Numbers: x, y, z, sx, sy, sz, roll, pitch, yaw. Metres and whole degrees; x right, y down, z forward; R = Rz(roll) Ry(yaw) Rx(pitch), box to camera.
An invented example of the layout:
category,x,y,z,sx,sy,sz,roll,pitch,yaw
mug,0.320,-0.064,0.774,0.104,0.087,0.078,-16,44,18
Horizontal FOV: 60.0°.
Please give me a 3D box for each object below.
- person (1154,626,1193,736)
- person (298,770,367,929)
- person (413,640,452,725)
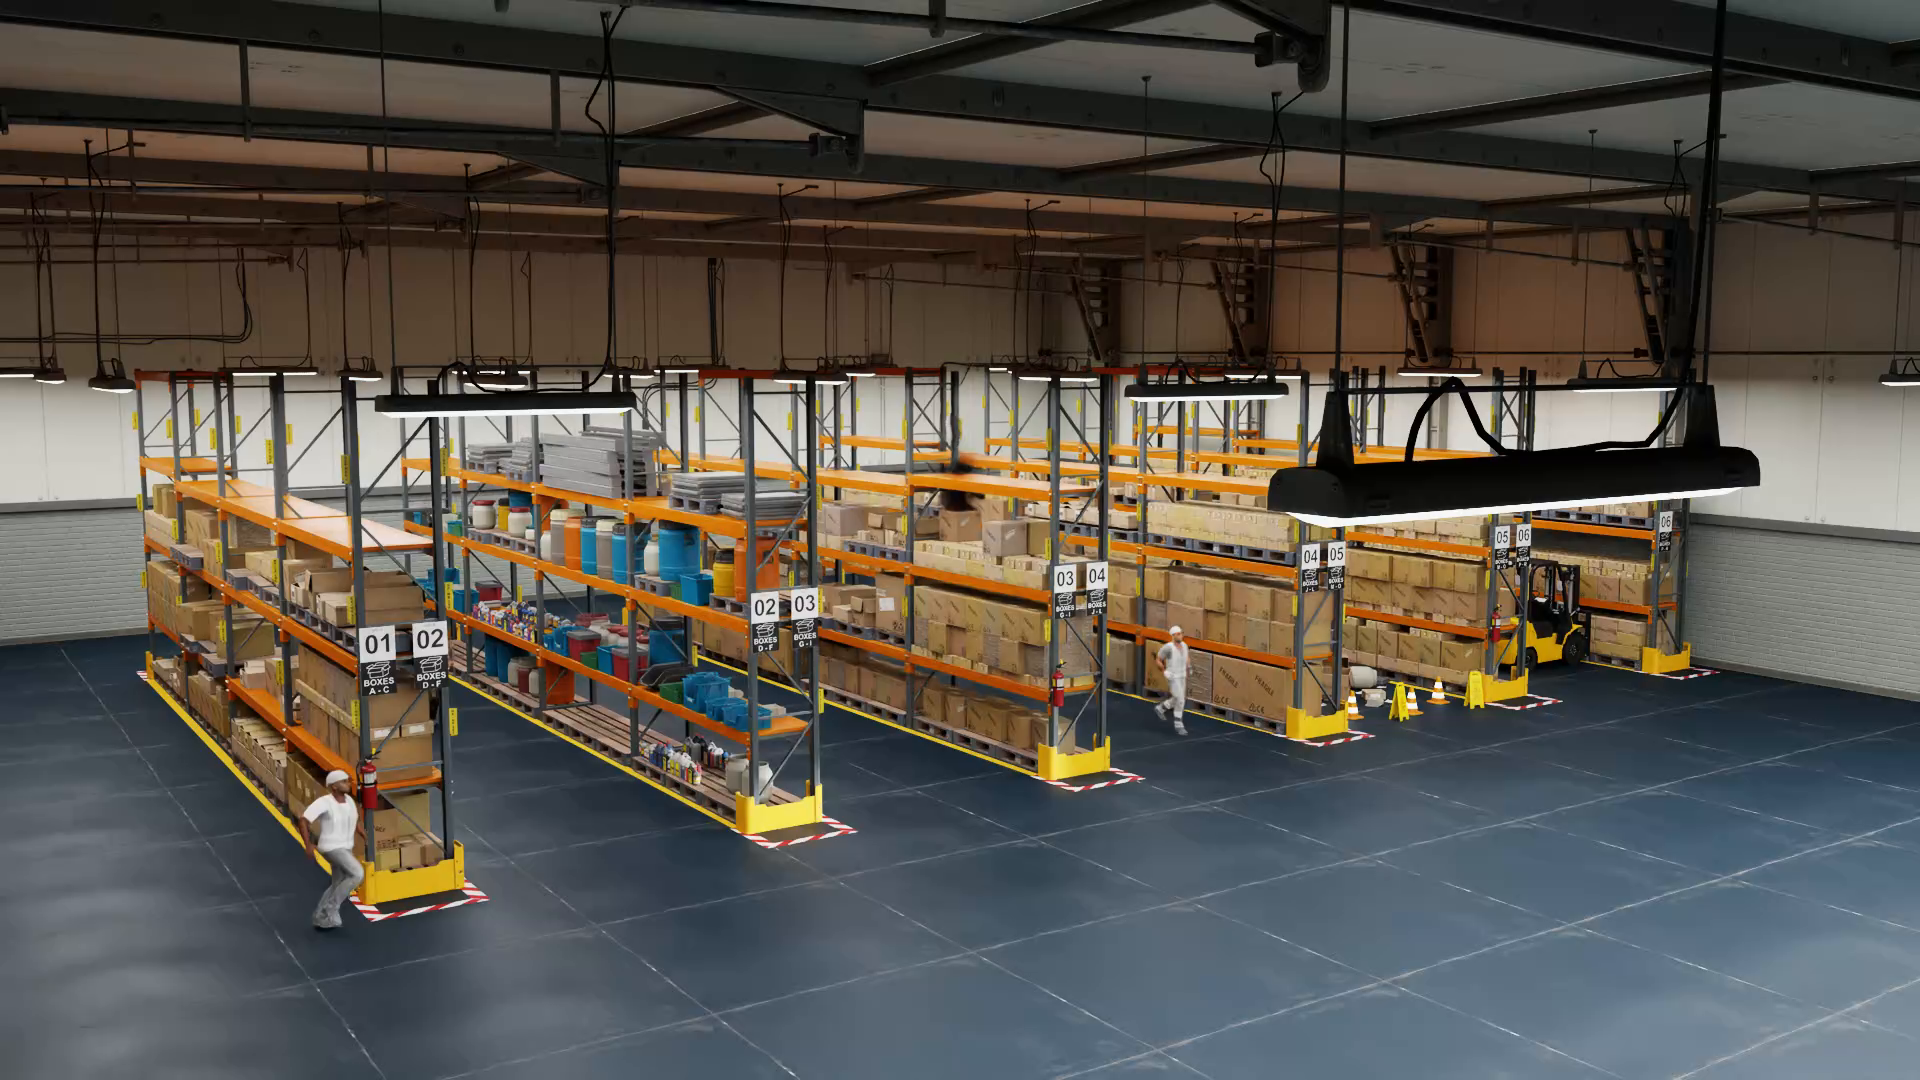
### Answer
category,x,y,z,sx,sy,sz,roll,pitch,yaw
person,3.560,2.314,27.793,0.679,1.803,0.798,-5,8,-38
person,-6.840,3.401,18.384,0.643,1.697,0.727,1,7,12
person,-8.865,2.299,28.044,0.680,1.777,0.745,-6,9,-41
